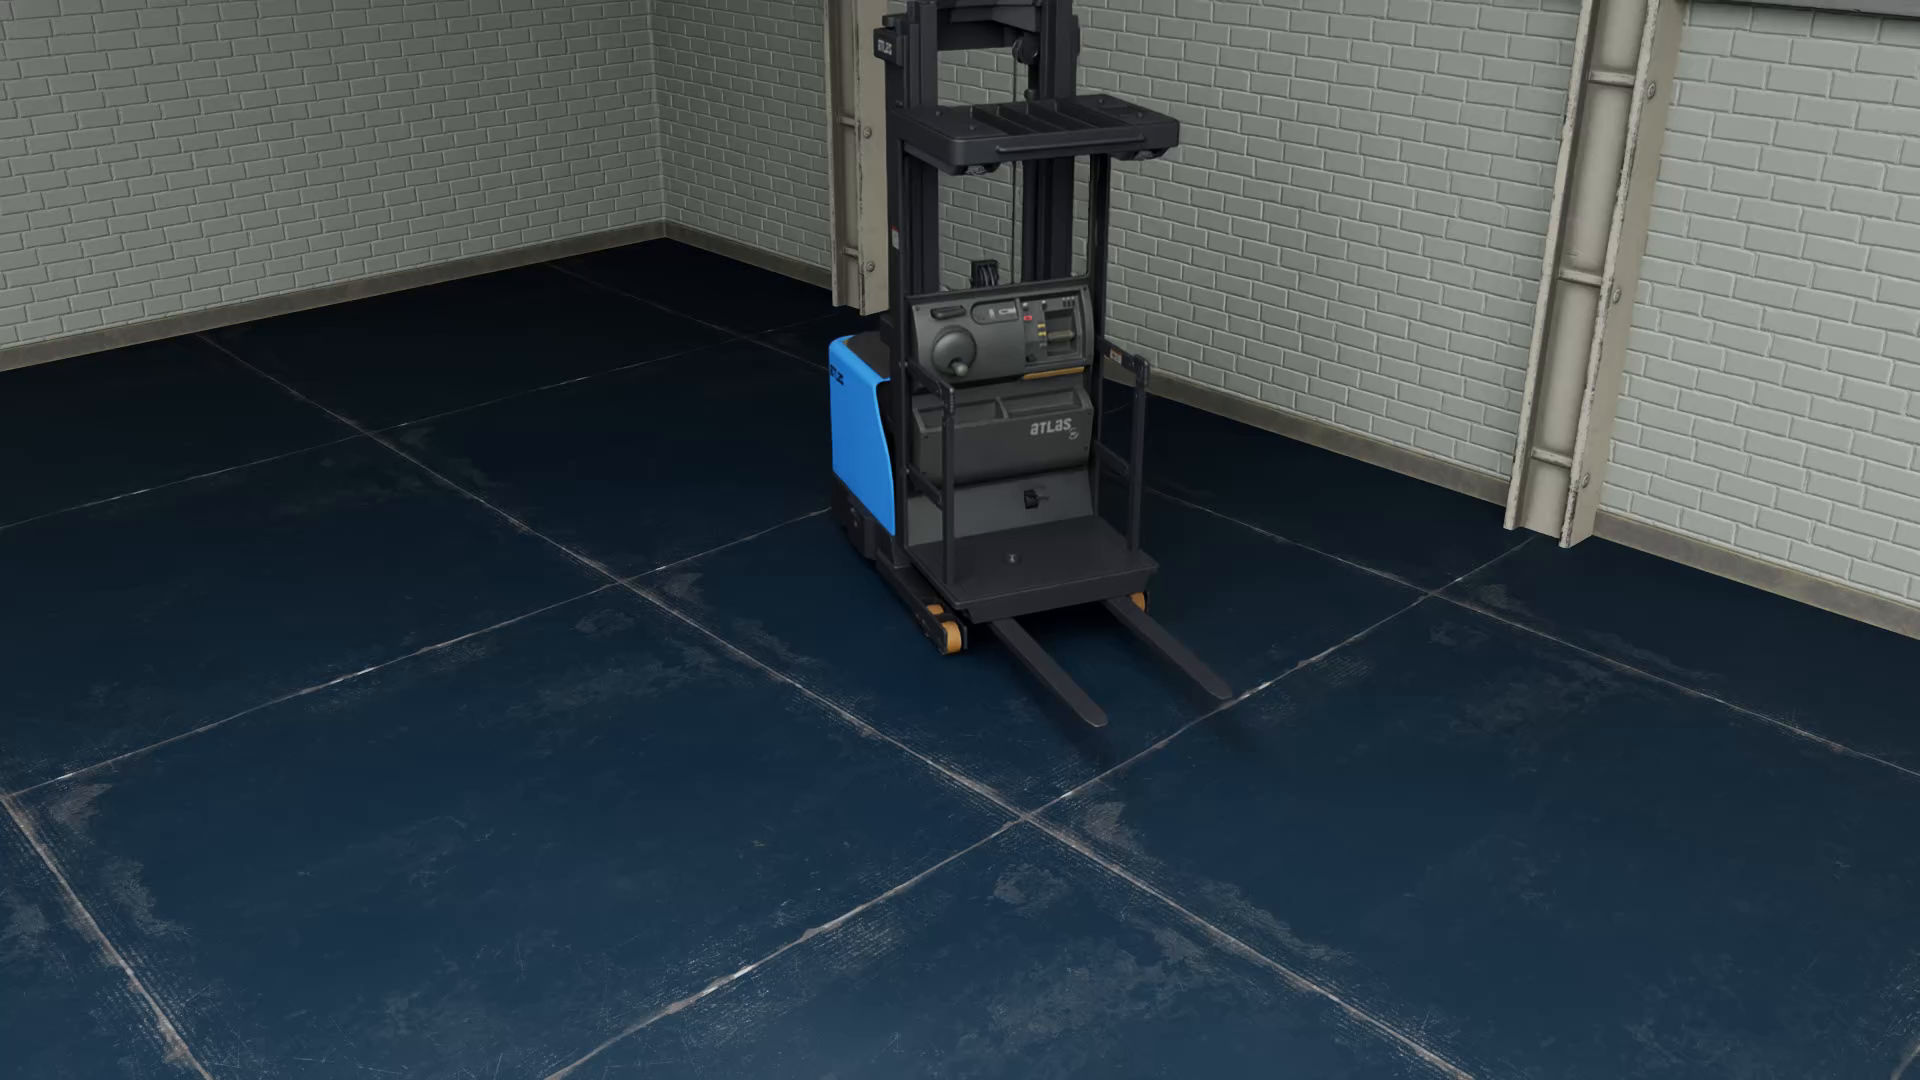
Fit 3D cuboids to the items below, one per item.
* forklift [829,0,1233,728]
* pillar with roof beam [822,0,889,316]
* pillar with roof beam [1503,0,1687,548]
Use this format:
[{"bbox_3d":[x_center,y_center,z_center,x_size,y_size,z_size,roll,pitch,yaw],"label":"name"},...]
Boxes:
[{"bbox_3d":[0.299,-0.978,7.863,1.130,2.935,3.031,-10,26,-20],"label":"forklift"},{"bbox_3d":[-3.926,-4.747,8.813,9.100,9.000,0.400,-21,32,-38],"label":"pillar with roof beam"},{"bbox_3d":[0.175,-2.929,4.828,9.100,9.000,0.400,-21,32,-38],"label":"pillar with roof beam"}]
